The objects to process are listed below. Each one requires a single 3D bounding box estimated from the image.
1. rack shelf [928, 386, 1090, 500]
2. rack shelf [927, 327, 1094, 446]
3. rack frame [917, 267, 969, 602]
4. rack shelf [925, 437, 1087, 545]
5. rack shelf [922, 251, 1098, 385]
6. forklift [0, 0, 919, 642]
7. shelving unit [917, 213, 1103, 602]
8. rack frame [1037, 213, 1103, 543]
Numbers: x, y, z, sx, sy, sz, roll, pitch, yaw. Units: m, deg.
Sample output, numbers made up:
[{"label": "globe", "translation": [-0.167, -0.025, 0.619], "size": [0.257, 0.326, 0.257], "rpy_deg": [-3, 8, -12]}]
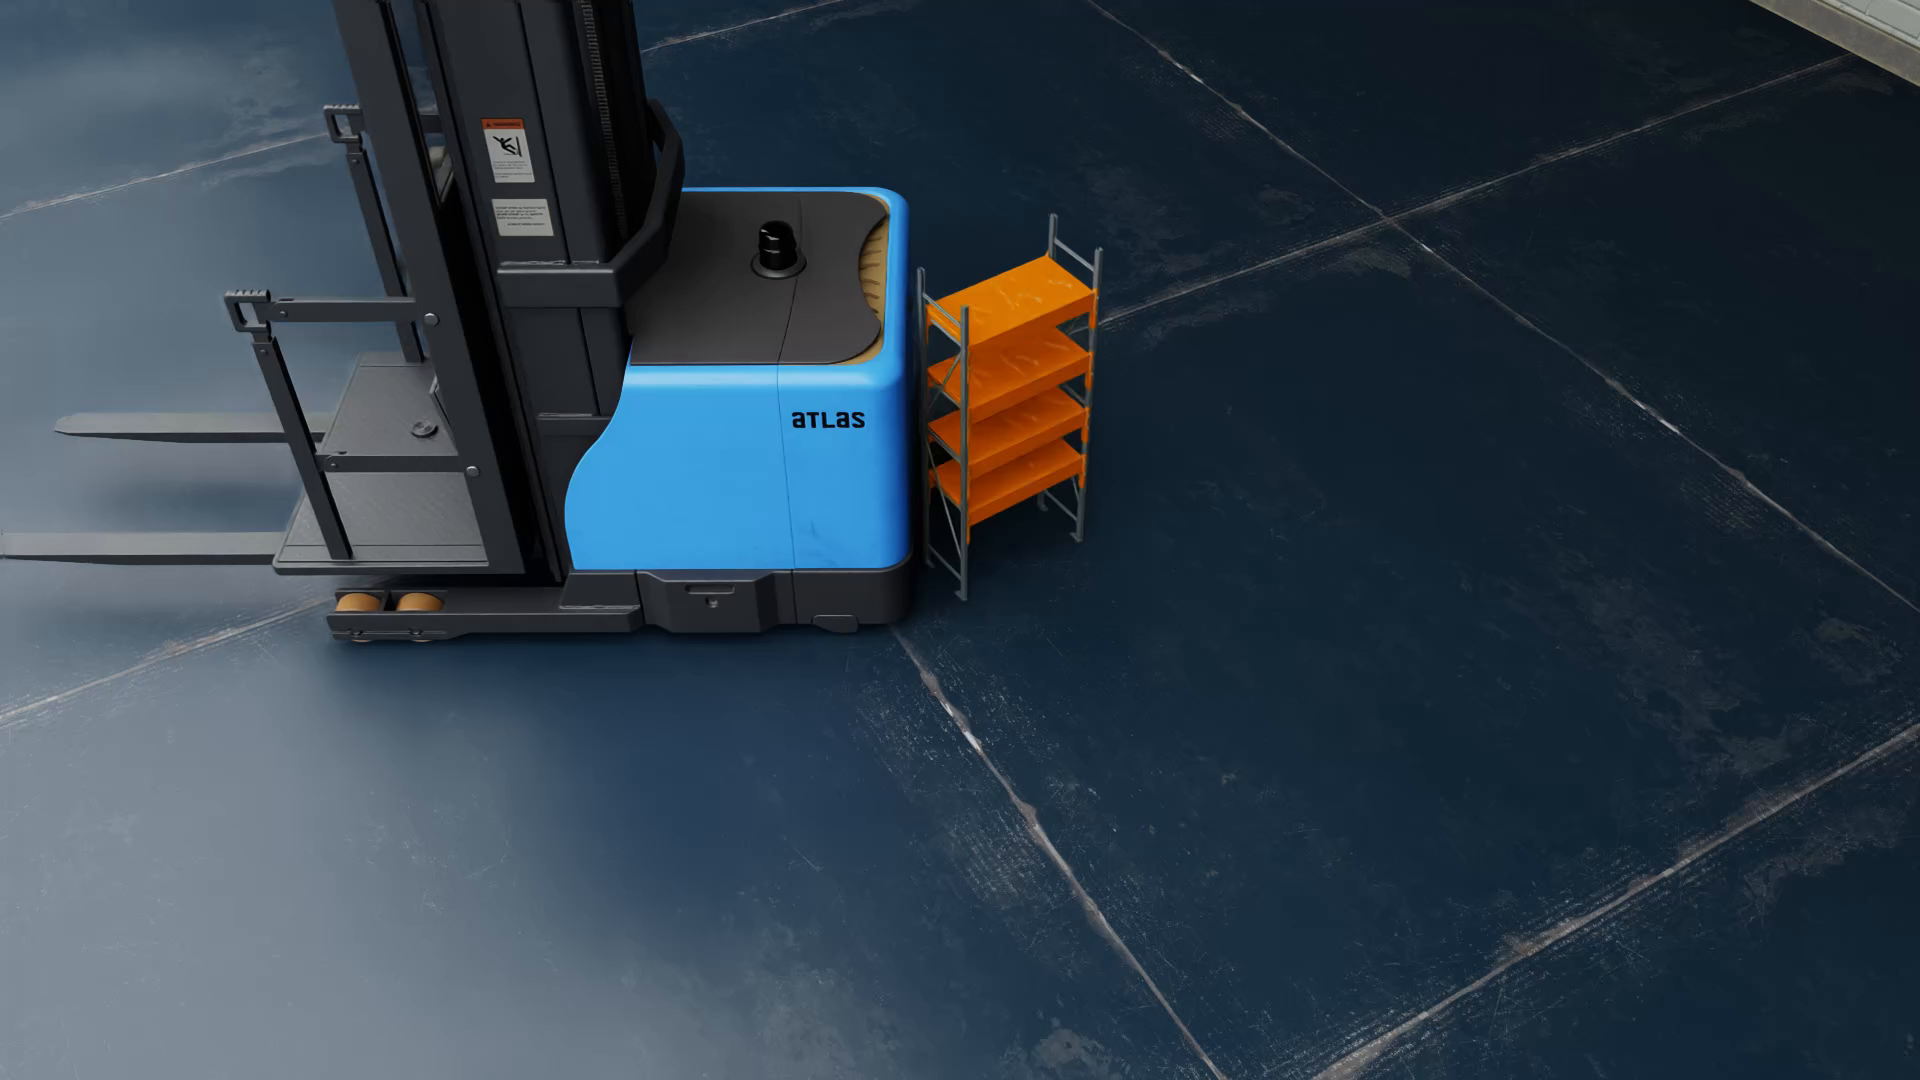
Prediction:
[{"label": "rack shelf", "translation": [0.149, -0.345, 5.341], "size": [0.480, 0.148, 0.258], "rpy_deg": [-26, 50, -25]}, {"label": "rack shelf", "translation": [0.149, -0.506, 5.185], "size": [0.480, 0.148, 0.258], "rpy_deg": [-26, 50, -25]}, {"label": "rack frame", "translation": [-0.050, -0.295, 5.193], "size": [0.015, 1.200, 0.240], "rpy_deg": [-26, 50, -25]}, {"label": "rack shelf", "translation": [0.149, -0.203, 5.479], "size": [0.480, 0.148, 0.258], "rpy_deg": [-26, 50, -25]}, {"label": "rack shelf", "translation": [0.149, -0.676, 5.020], "size": [0.480, 0.148, 0.258], "rpy_deg": [-26, 50, -25]}, {"label": "forklift", "translation": [-1.663, -1.090, 4.769], "size": [3.031, 2.935, 1.130], "rpy_deg": [0, 44, 0]}, {"label": "shelving unit", "translation": [0.149, -0.394, 5.294], "size": [0.503, 1.200, 0.258], "rpy_deg": [-26, 50, -25]}, {"label": "rack frame", "translation": [0.348, -0.492, 5.395], "size": [0.015, 1.200, 0.240], "rpy_deg": [-26, 50, -25]}]
